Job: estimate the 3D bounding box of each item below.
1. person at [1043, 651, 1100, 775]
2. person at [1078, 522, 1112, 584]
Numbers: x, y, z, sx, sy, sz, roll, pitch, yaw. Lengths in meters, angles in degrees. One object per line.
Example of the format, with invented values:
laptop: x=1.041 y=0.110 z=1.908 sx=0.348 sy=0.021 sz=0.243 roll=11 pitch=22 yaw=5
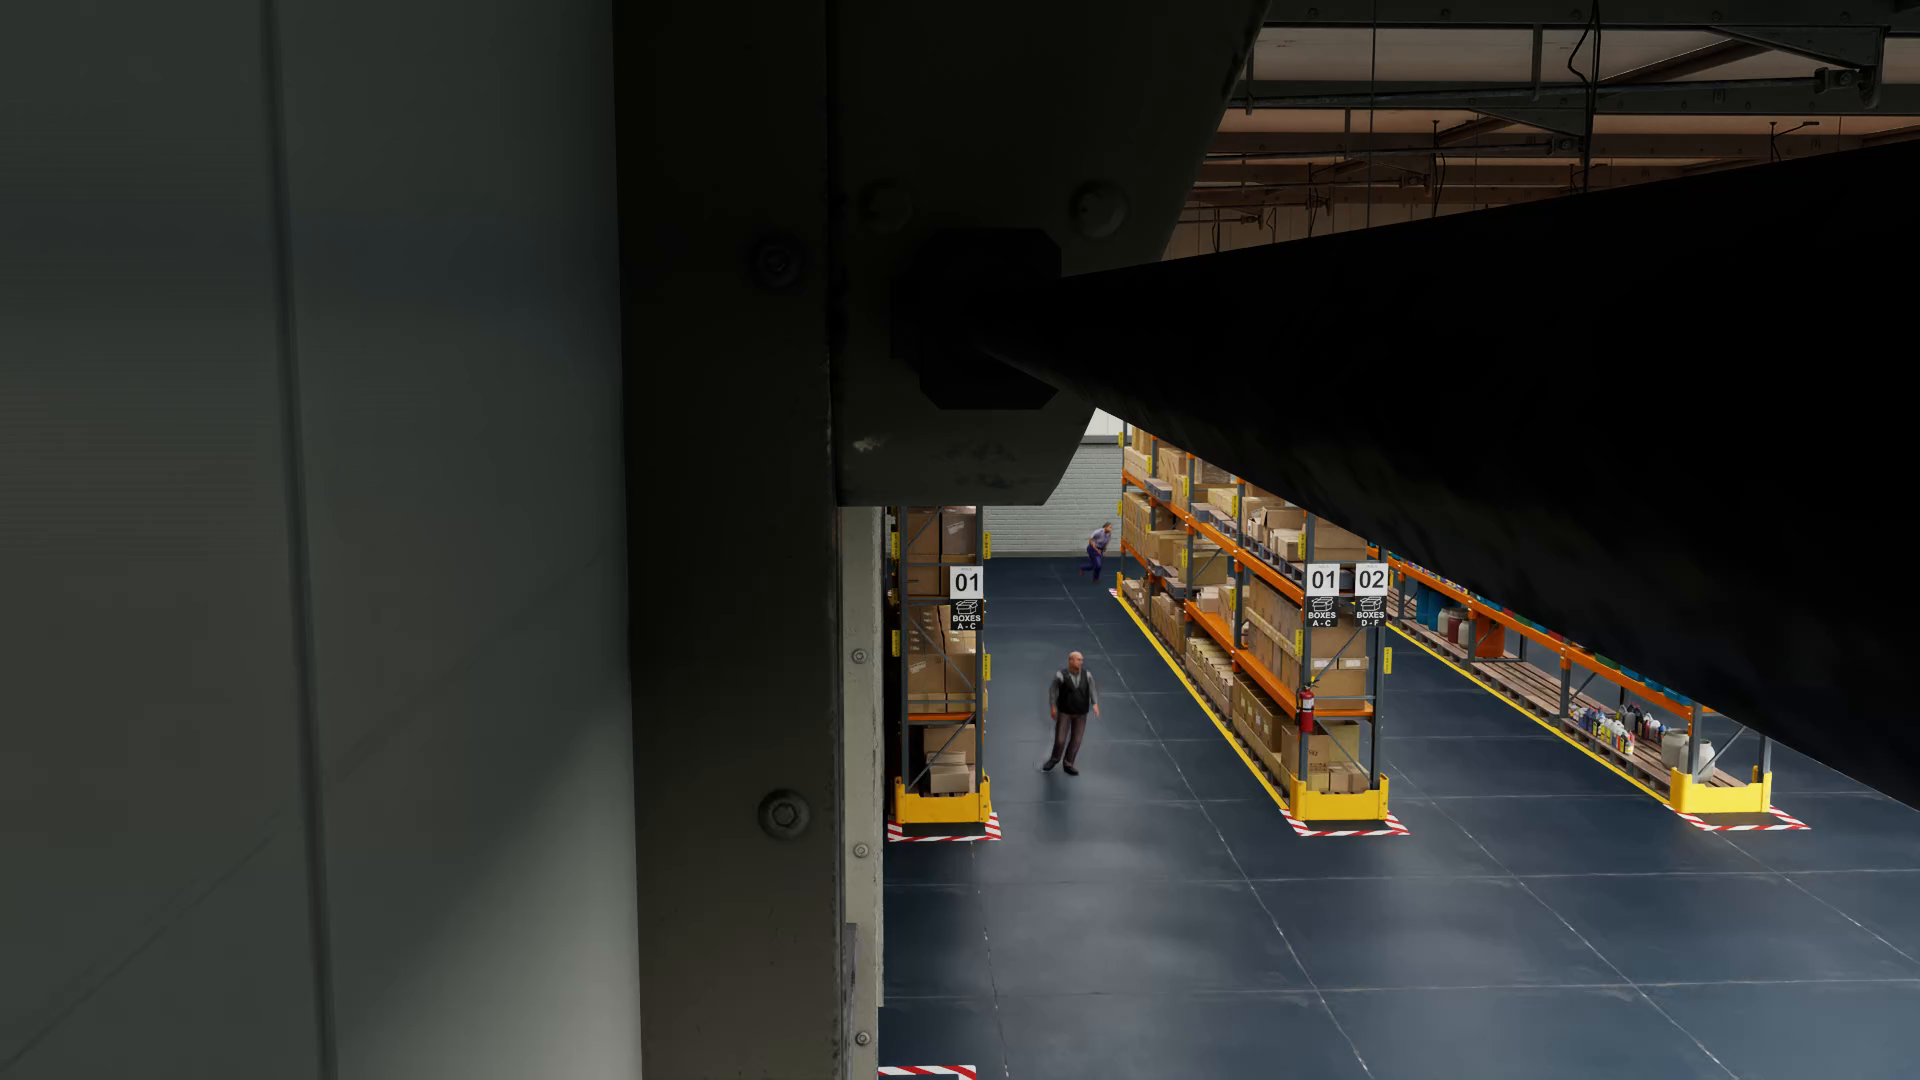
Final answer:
person: x=1.514 y=2.355 z=22.423 sx=0.698 sy=1.711 sz=0.652 roll=-2 pitch=8 yaw=-14
person: x=3.133 y=0.269 z=38.173 sx=0.897 sy=1.459 sz=0.610 roll=7 pitch=11 yaw=43
